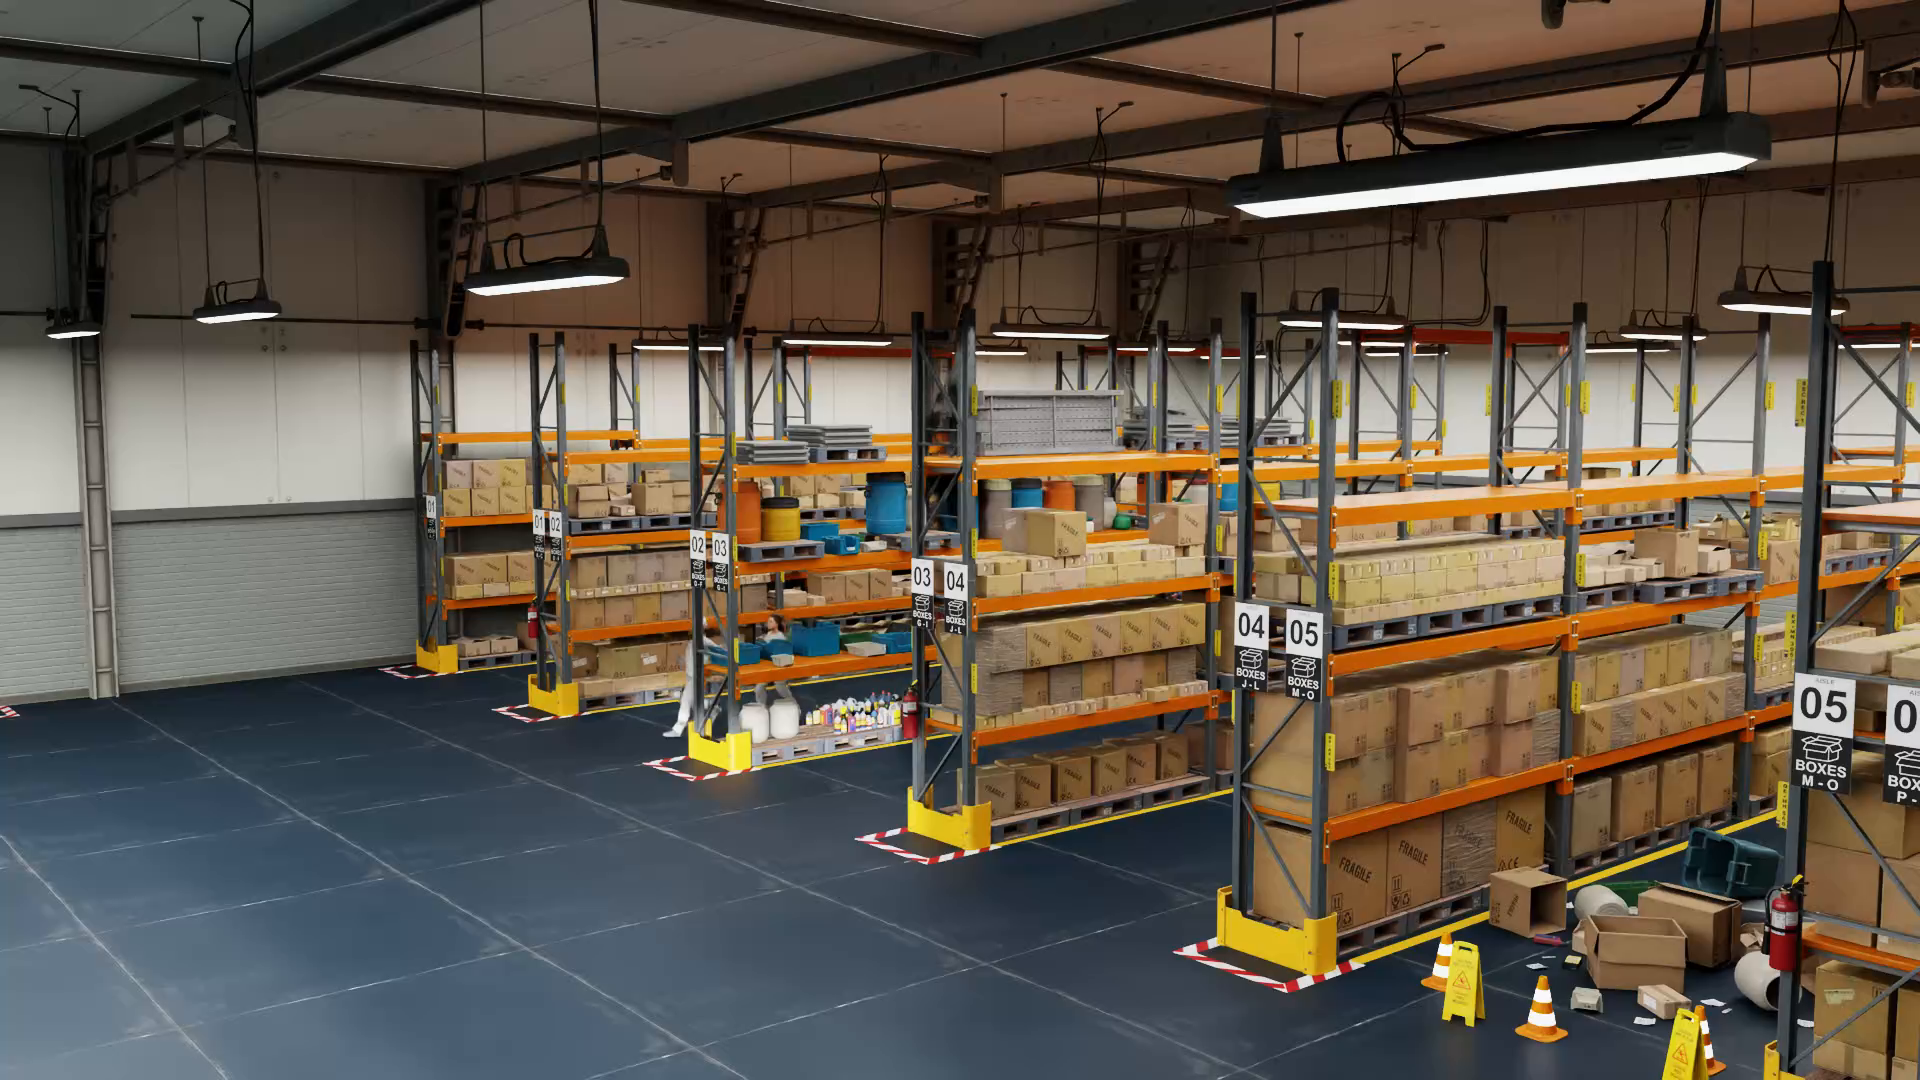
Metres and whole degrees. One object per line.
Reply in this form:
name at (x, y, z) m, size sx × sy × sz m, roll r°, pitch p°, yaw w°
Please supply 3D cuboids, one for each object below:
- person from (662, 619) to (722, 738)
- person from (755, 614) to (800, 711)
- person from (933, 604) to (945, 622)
person at (-3.922, 2.022, 24.544) m, size 1.021 × 1.745 × 0.693 m, roll -4°, pitch 6°, yaw -34°
person at (-2.837, 1.974, 25.350) m, size 0.812 × 1.710 × 0.538 m, roll -5°, pitch 7°, yaw -44°
person at (-0.289, 1.086, 34.724) m, size 0.715 × 1.735 × 0.826 m, roll 5°, pitch 7°, yaw 42°
